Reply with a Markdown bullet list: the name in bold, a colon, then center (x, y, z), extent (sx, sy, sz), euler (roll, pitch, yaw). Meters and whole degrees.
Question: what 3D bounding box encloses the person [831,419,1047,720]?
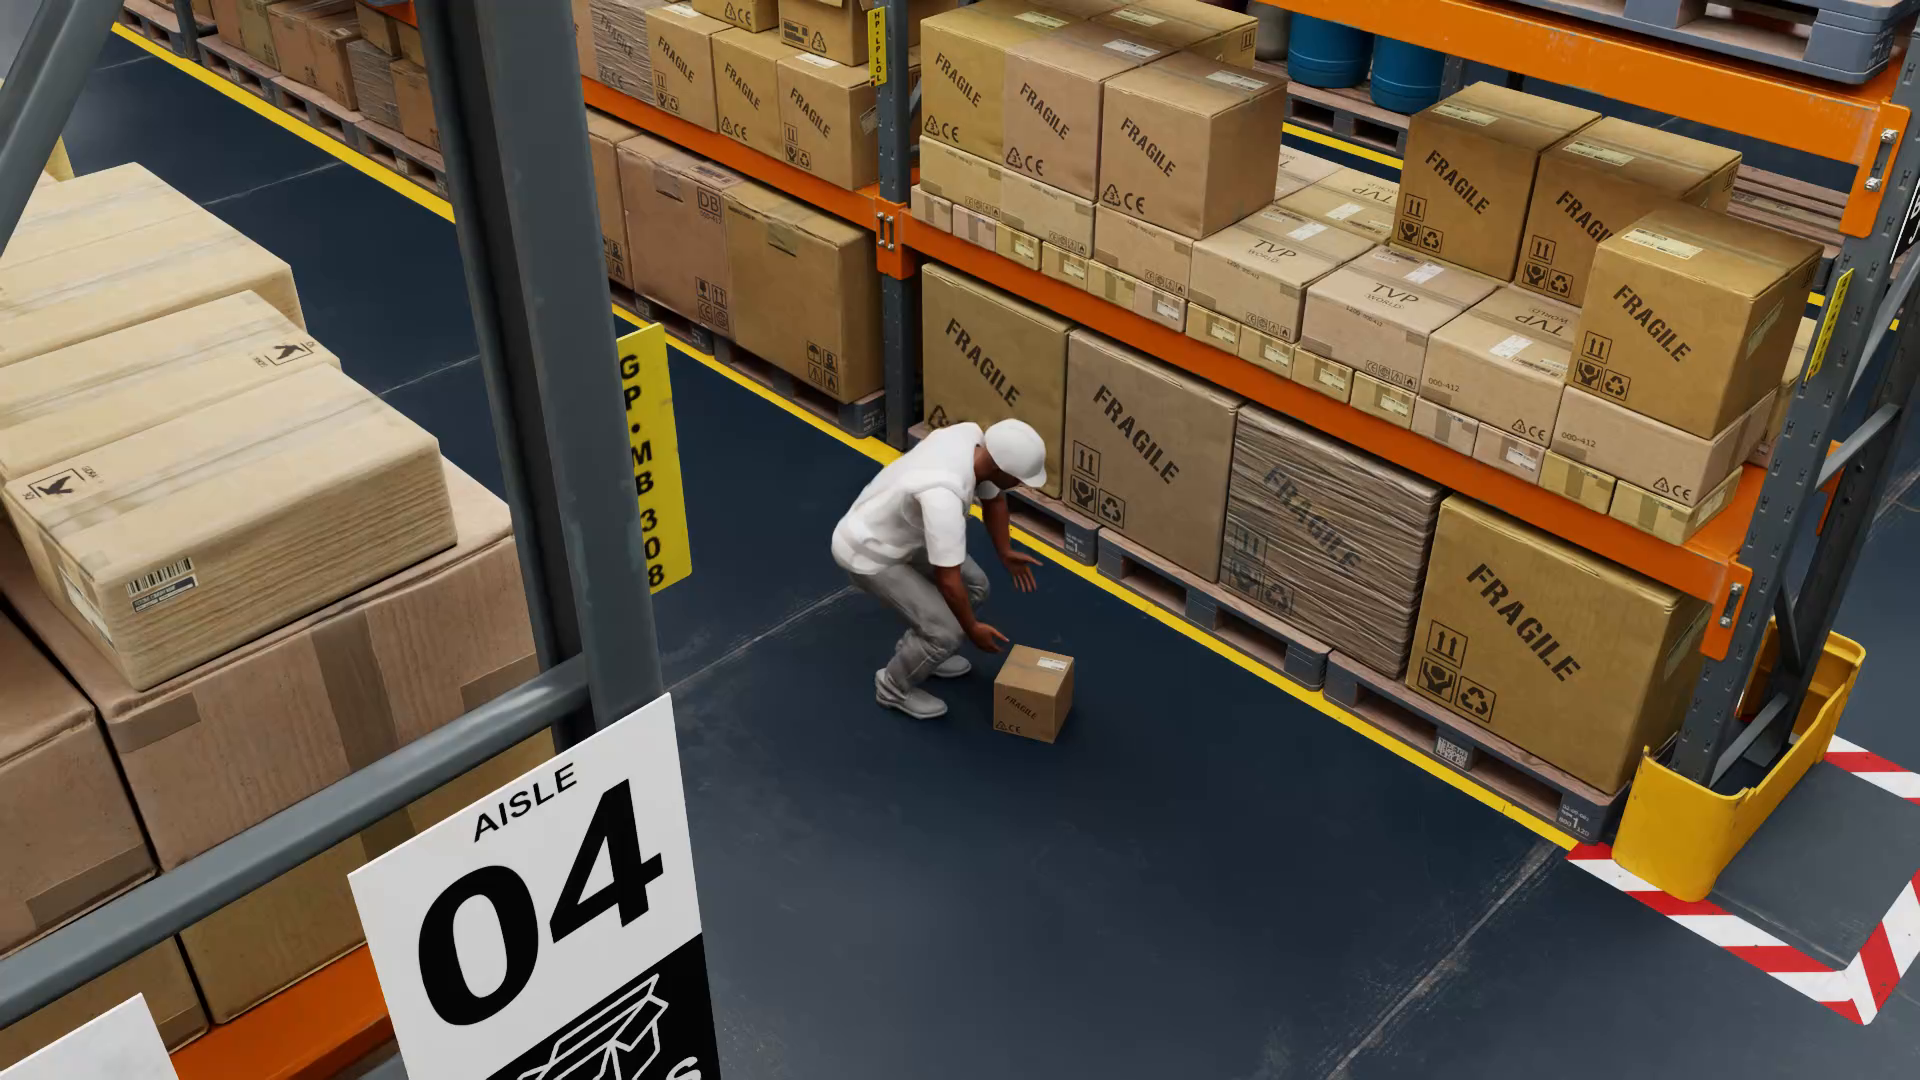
- **person**: center (-0.071, 0.056, 6.440), extent (0.805, 1.313, 0.629), euler (12, 37, 17)
